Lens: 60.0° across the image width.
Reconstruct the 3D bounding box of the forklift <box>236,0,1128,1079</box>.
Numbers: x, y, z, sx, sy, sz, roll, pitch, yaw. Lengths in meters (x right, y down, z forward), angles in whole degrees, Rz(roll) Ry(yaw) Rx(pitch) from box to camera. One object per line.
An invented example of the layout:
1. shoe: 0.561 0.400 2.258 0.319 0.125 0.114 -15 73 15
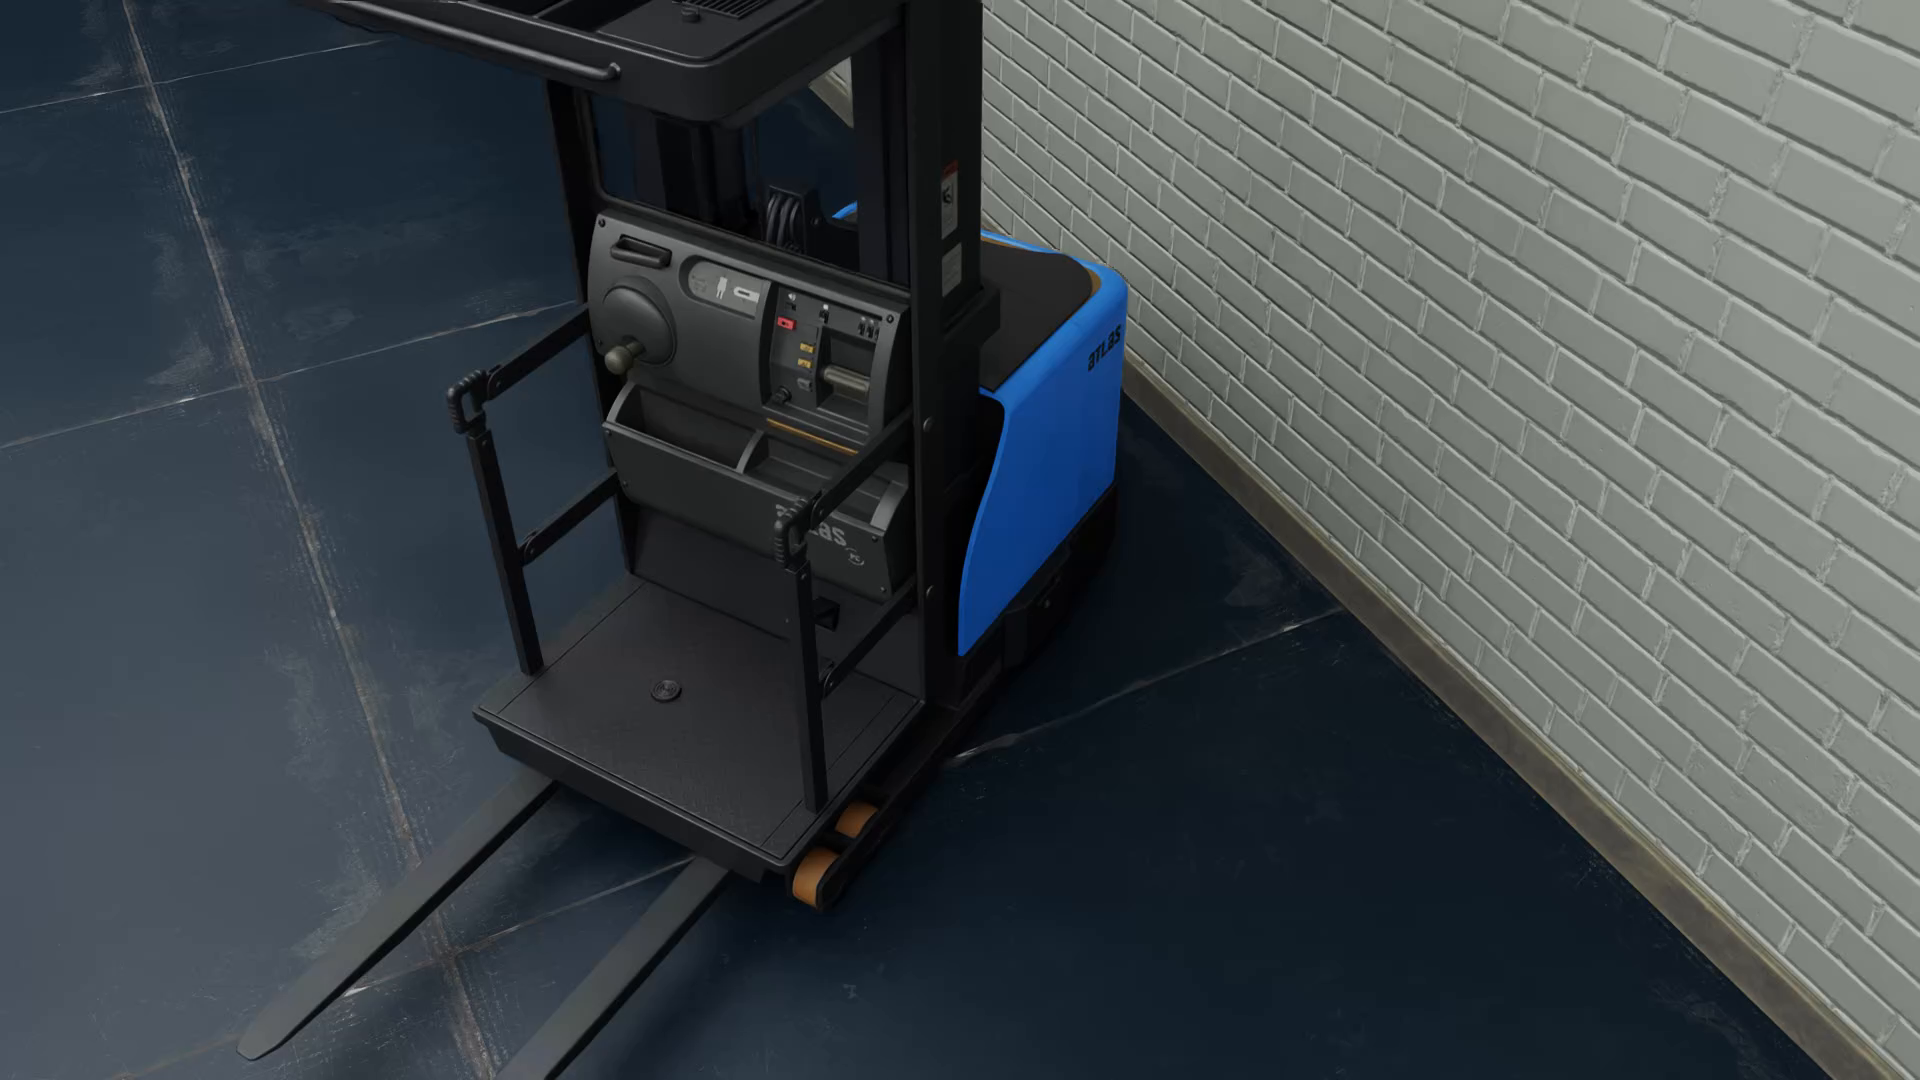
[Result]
1. forklift: -0.663 -0.458 4.023 1.130 2.935 3.031 21 45 23
